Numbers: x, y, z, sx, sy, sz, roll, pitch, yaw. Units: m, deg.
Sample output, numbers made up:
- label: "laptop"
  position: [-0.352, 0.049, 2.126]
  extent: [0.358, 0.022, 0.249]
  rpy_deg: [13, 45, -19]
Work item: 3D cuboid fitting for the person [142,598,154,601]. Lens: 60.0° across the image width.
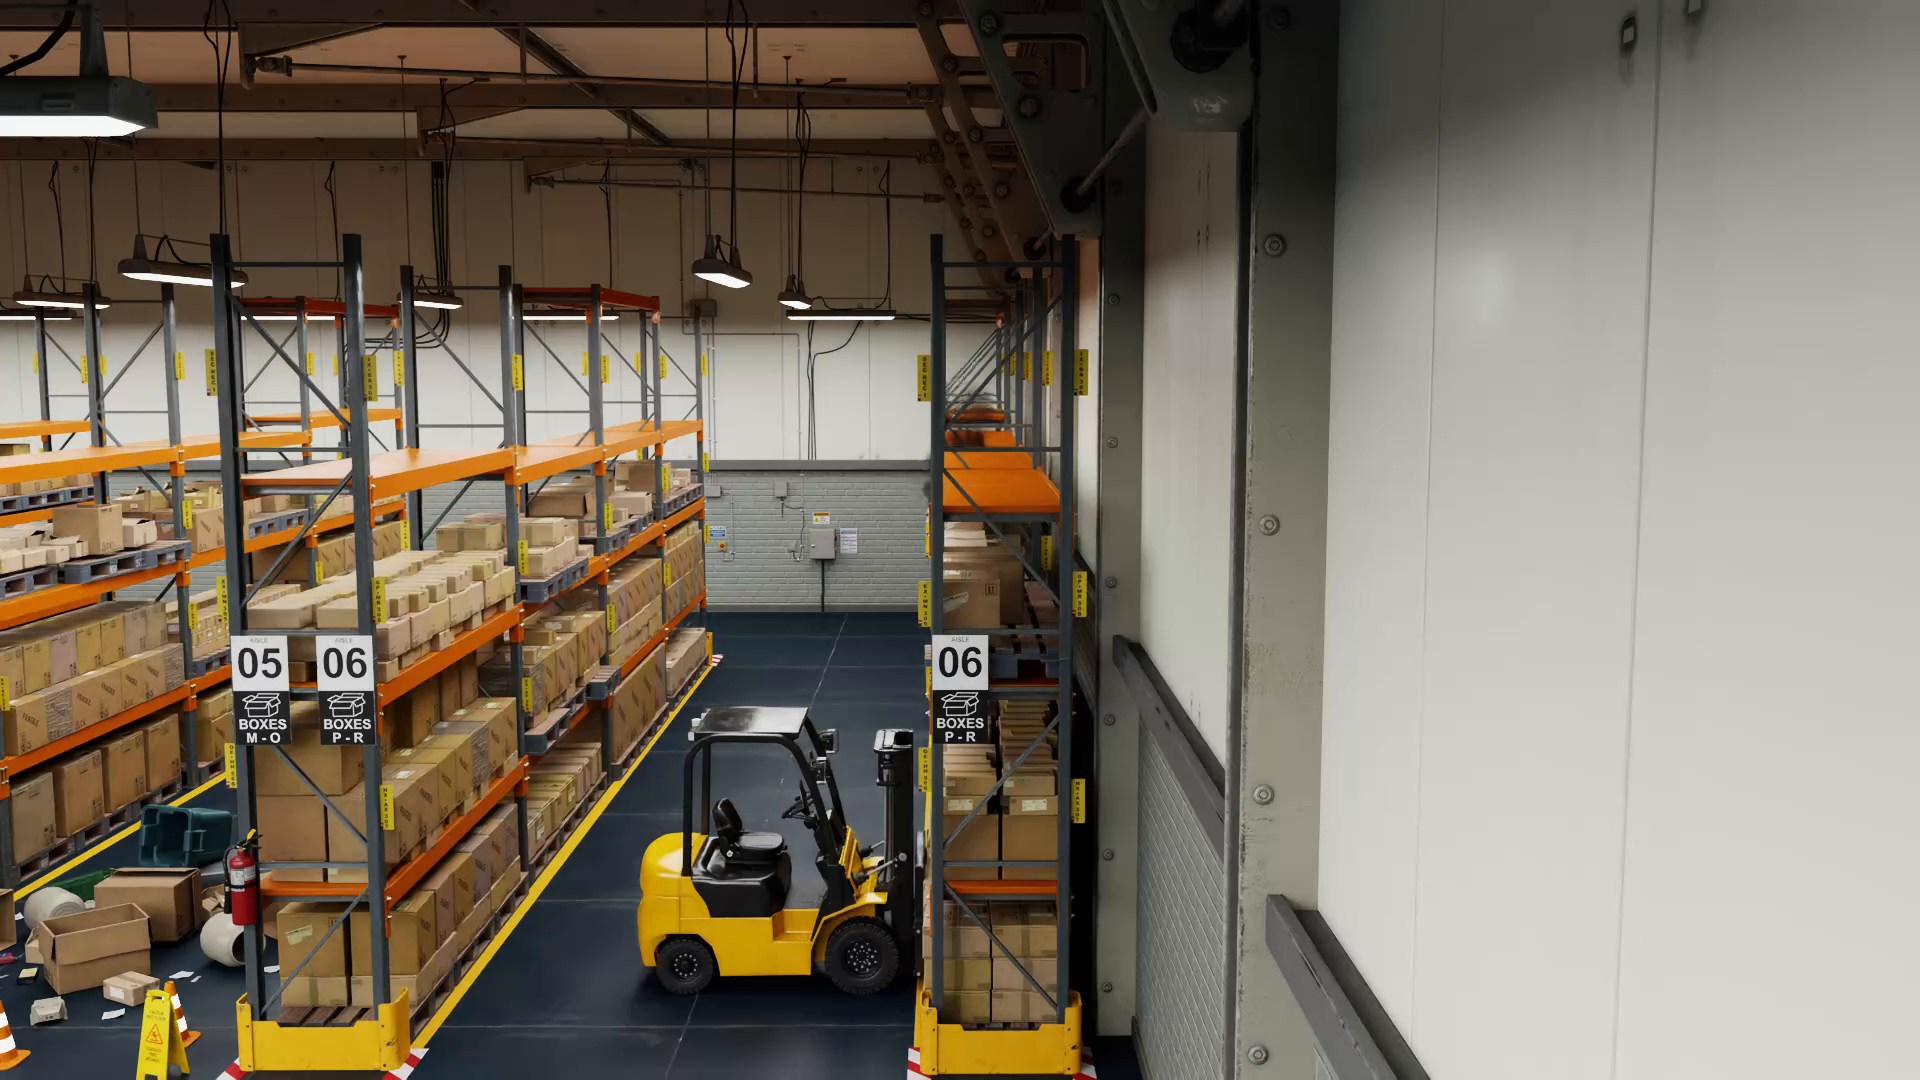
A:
- label: "person"
  position: [-11.393, 1.727, 23.486]
  extent: [0.723, 1.805, 0.827]
  rpy_deg: [1, 6, 5]
